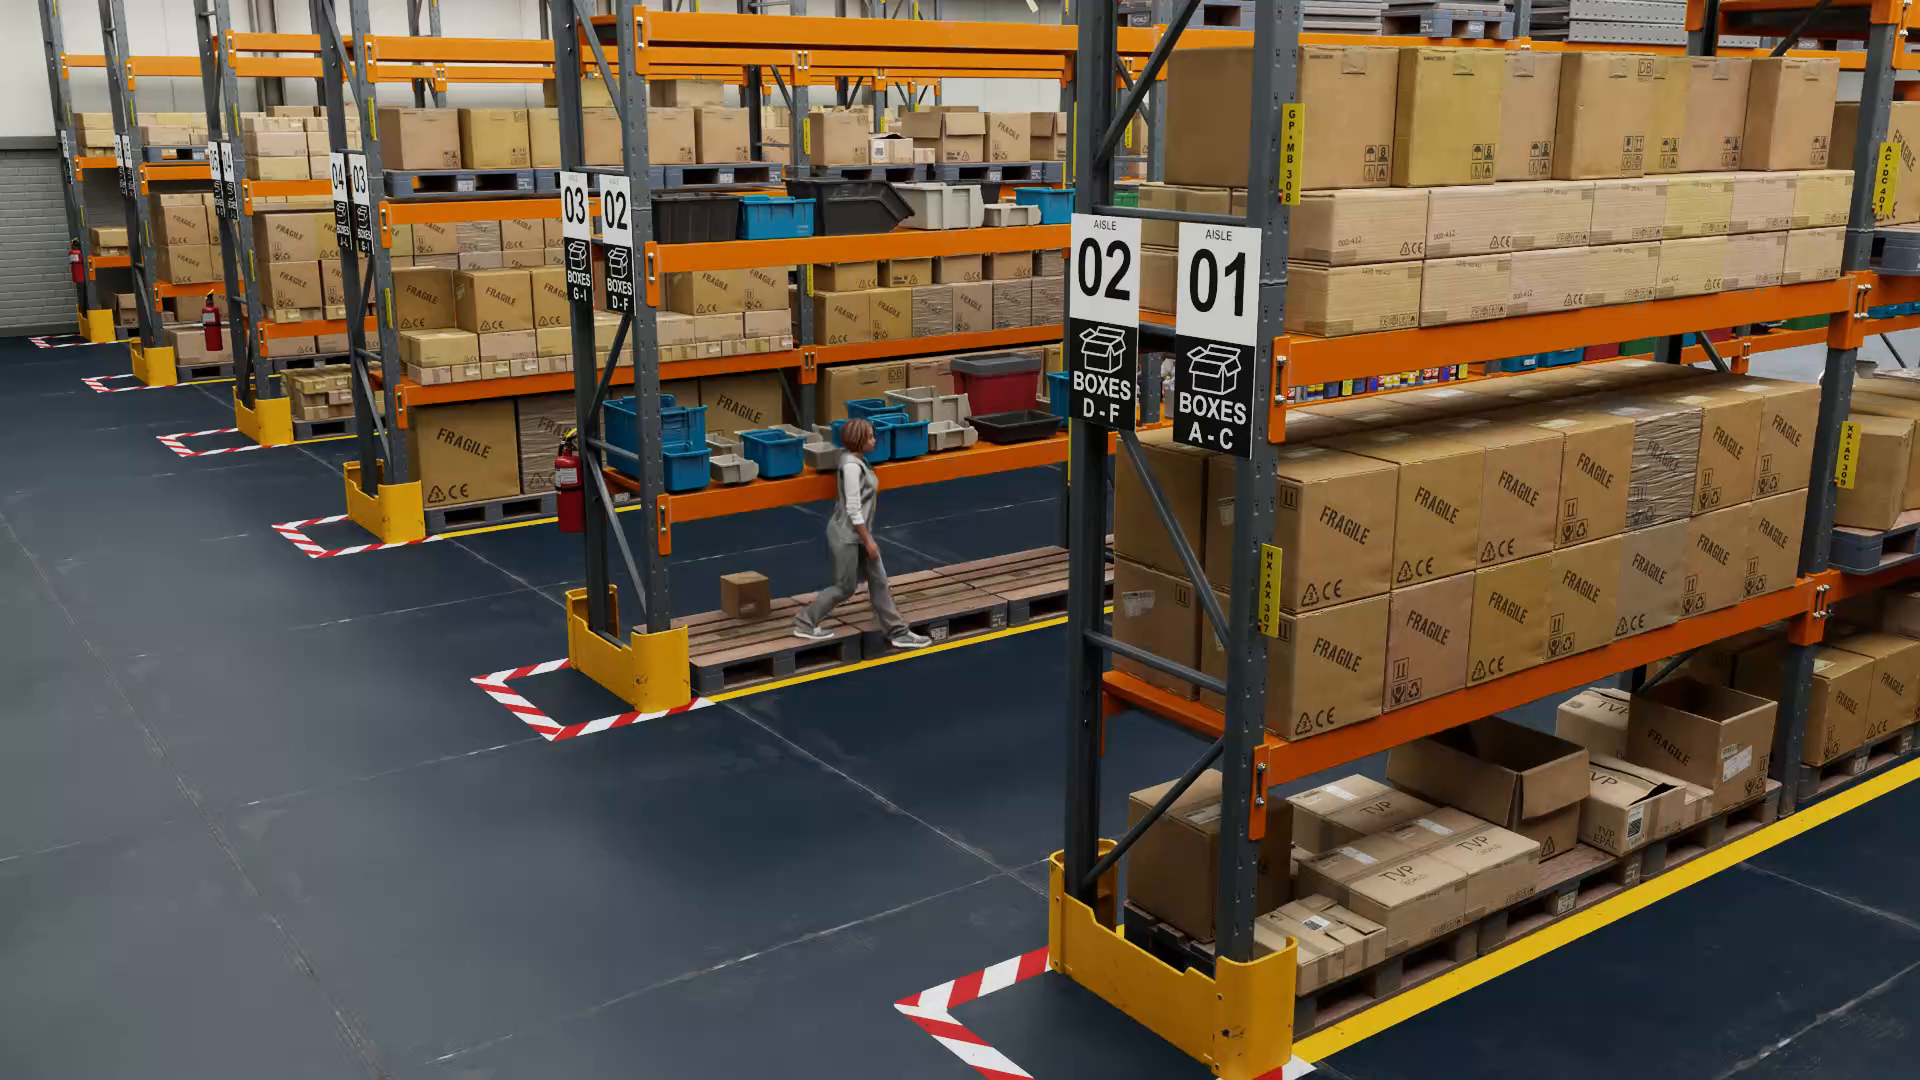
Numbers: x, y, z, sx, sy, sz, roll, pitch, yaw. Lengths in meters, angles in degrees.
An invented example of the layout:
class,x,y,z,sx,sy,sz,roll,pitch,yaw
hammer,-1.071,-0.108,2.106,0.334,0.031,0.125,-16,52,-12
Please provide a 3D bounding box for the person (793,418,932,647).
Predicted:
class,x,y,z,sx,sy,sz,roll,pitch,yaw
person,-0.656,-0.027,10.694,0.903,1.540,0.422,2,15,9
